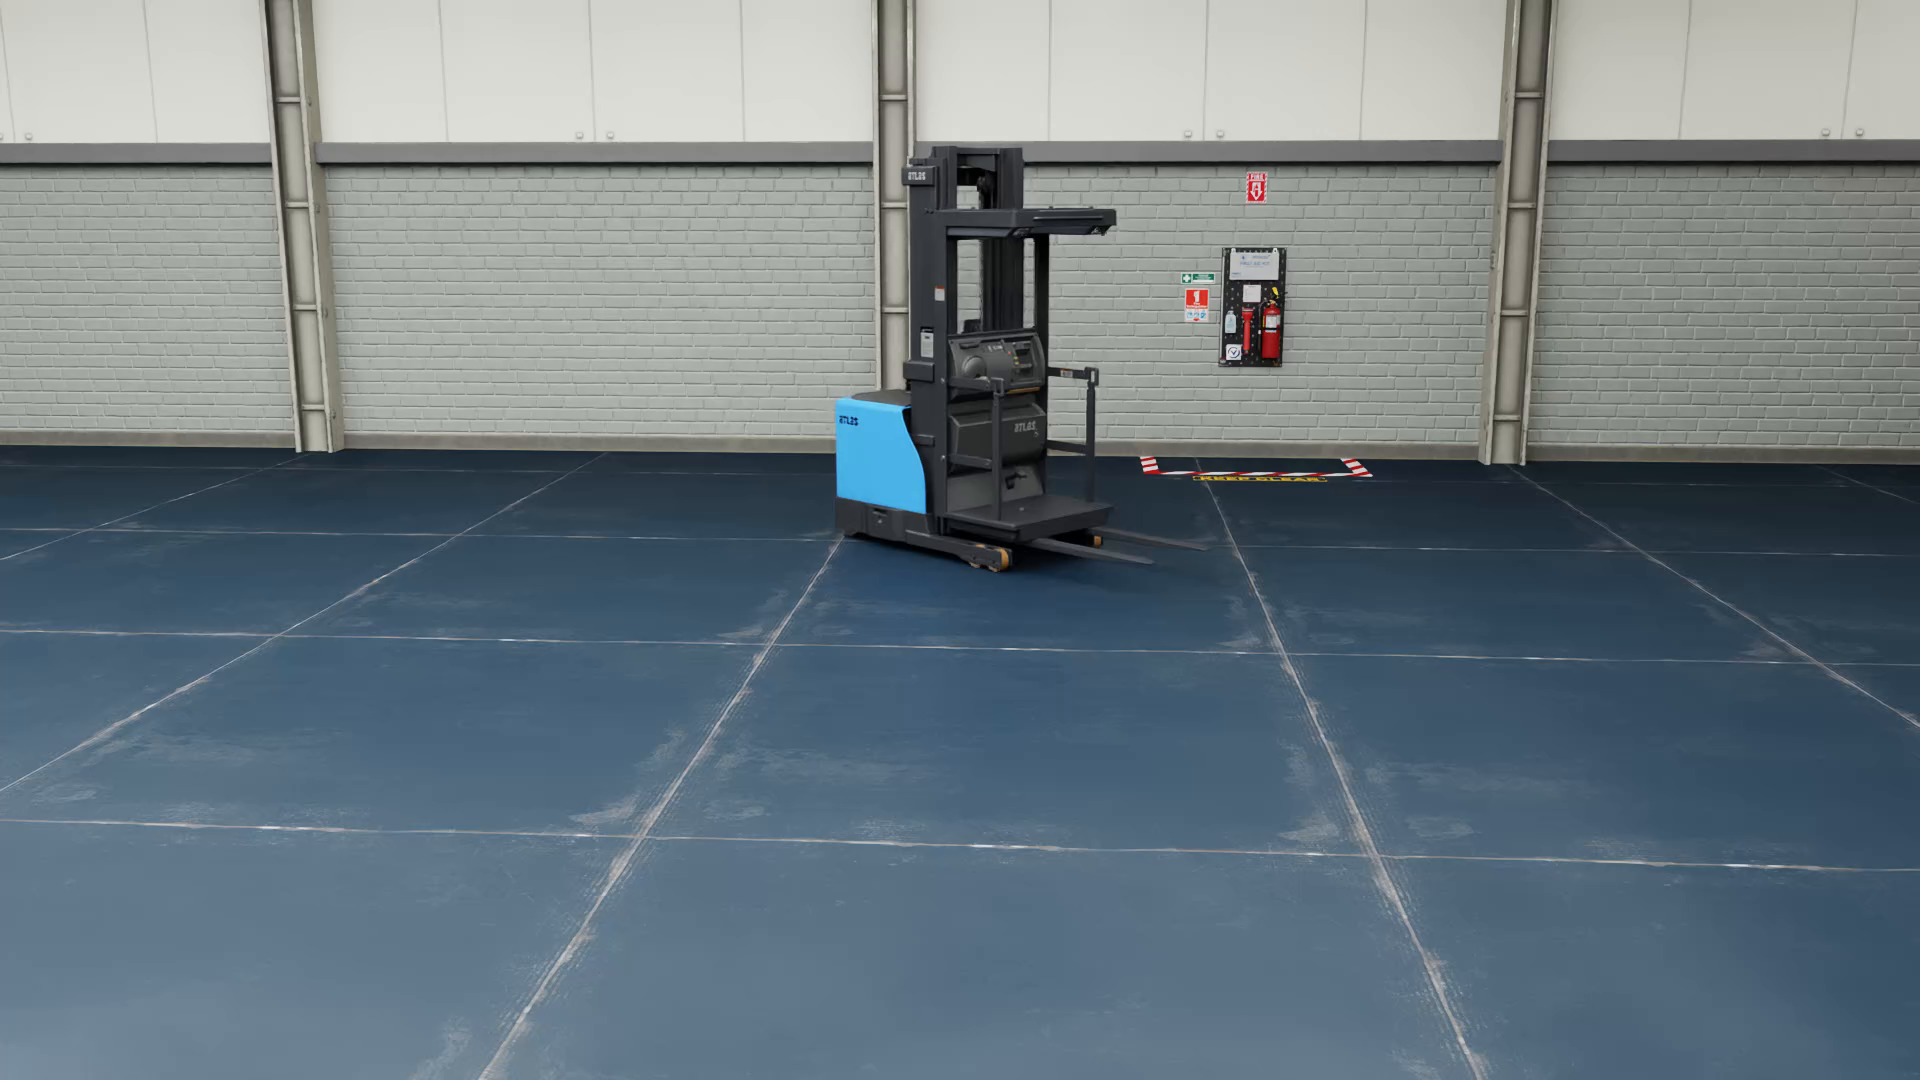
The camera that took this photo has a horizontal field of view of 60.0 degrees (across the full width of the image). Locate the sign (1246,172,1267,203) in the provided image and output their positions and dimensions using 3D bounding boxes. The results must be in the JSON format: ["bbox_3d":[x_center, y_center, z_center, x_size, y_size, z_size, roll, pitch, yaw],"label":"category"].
[{"bbox_3d":[2.888,-3.433,16.194,0.199,0.298,0.001,1,12,4],"label":"sign"}]

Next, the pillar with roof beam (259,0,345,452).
[{"bbox_3d":[-6.908,-4.458,12.101,0.400,9.000,9.100,1,12,4],"label":"pillar with roof beam"}]

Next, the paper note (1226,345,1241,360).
[{"bbox_3d":[2.718,-1.864,16.503,0.142,0.148,0.016,1,12,4],"label":"paper note"}]

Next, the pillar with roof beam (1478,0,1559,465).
[{"bbox_3d":[5.065,-4.294,11.316,0.400,9.000,9.100,1,12,4],"label":"pillar with roof beam"}]

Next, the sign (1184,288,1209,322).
[{"bbox_3d":[2.345,-2.324,16.467,0.234,0.329,0.001,1,12,4],"label":"sign"}]

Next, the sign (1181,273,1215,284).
[{"bbox_3d":[2.349,-2.582,16.404,0.331,0.109,0.001,1,12,4],"label":"sign"}]

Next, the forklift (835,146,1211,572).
[{"bbox_3d":[0.423,-1.329,11.965,1.130,2.935,3.031,-11,16,-44],"label":"forklift"}]

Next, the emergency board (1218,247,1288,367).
[{"bbox_3d":[2.890,-2.278,16.334,0.643,1.169,0.194,1,12,4],"label":"emergency board"}]

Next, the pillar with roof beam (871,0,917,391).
[{"bbox_3d":[-0.922,-4.376,11.709,0.400,9.000,9.100,1,12,4],"label":"pillar with roof beam"}]
